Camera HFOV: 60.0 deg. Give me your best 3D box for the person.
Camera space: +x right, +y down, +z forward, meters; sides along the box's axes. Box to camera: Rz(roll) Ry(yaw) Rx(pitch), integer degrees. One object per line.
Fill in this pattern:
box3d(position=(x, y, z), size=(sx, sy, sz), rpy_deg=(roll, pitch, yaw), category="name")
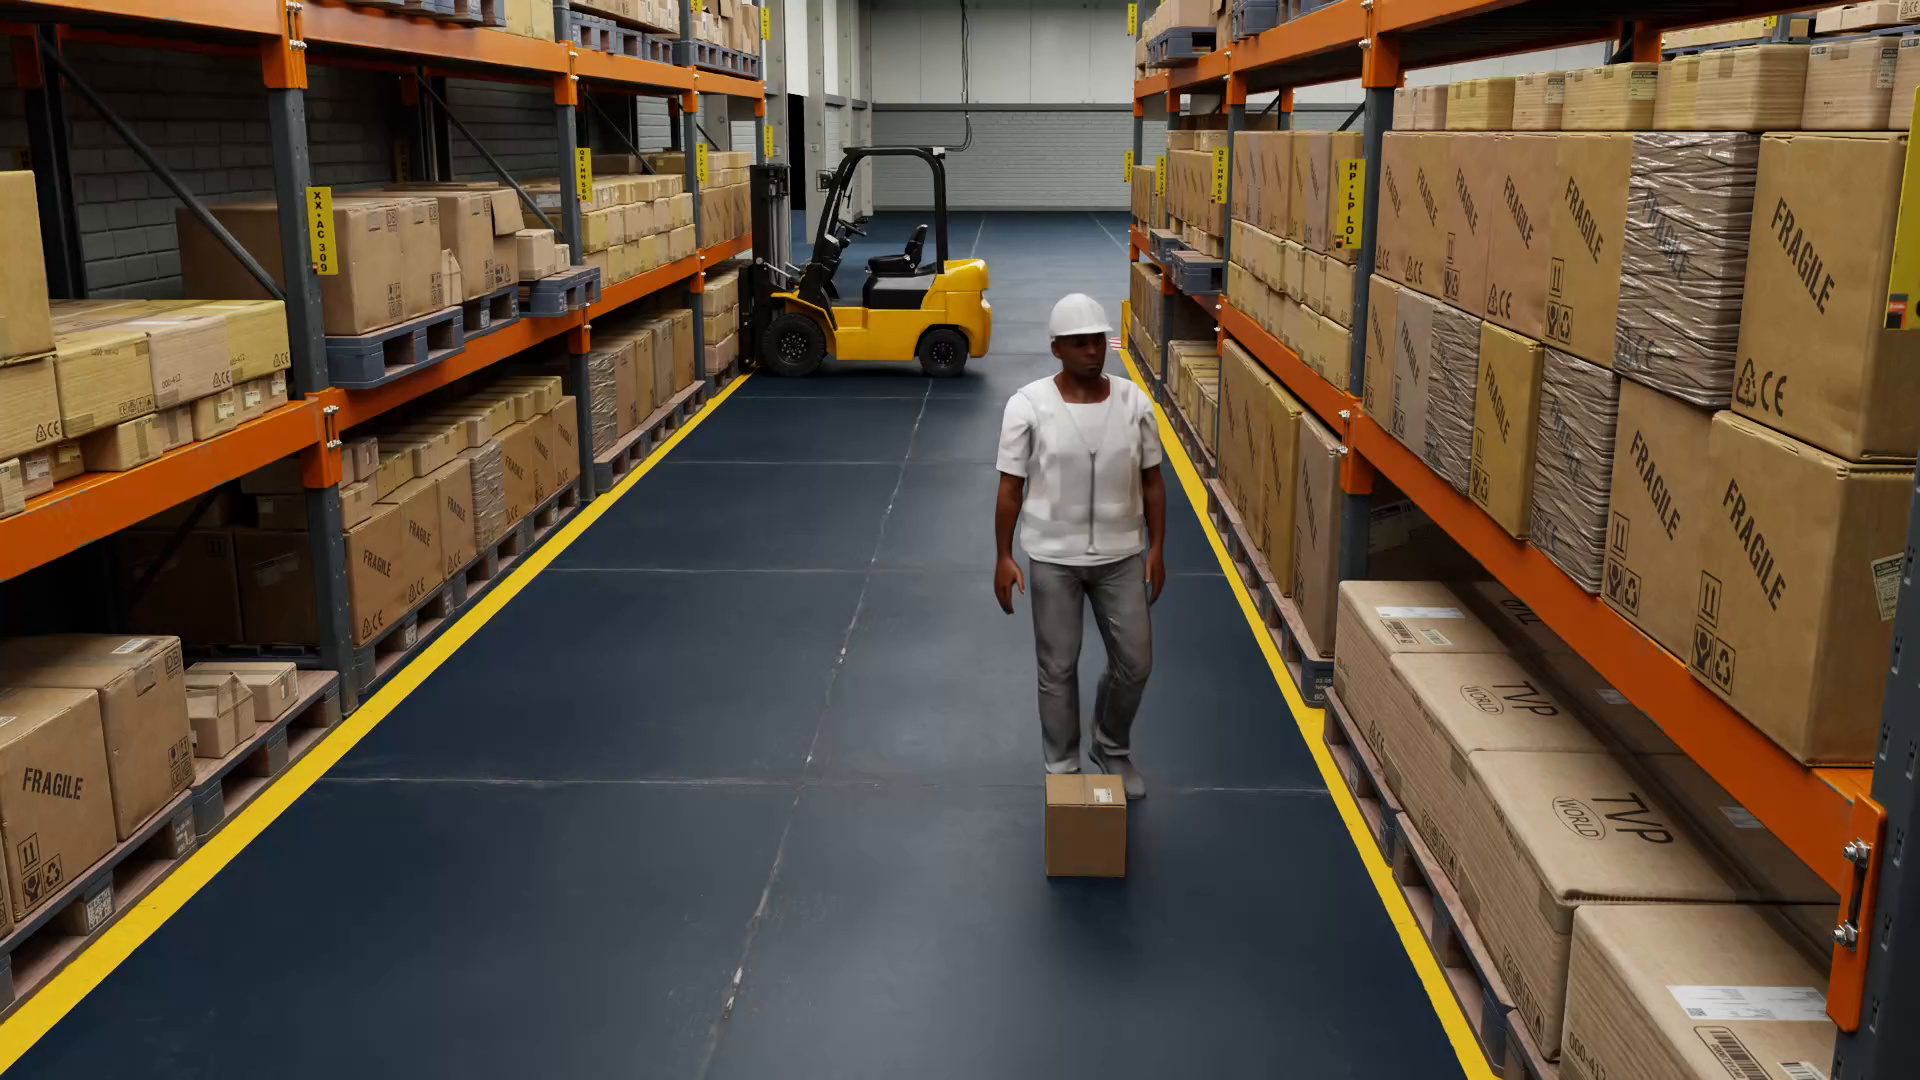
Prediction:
box3d(position=(0.411, 0.062, 5.687), size=(0.597, 1.794, 0.454), rpy_deg=(-2, 14, -7), category="person")
